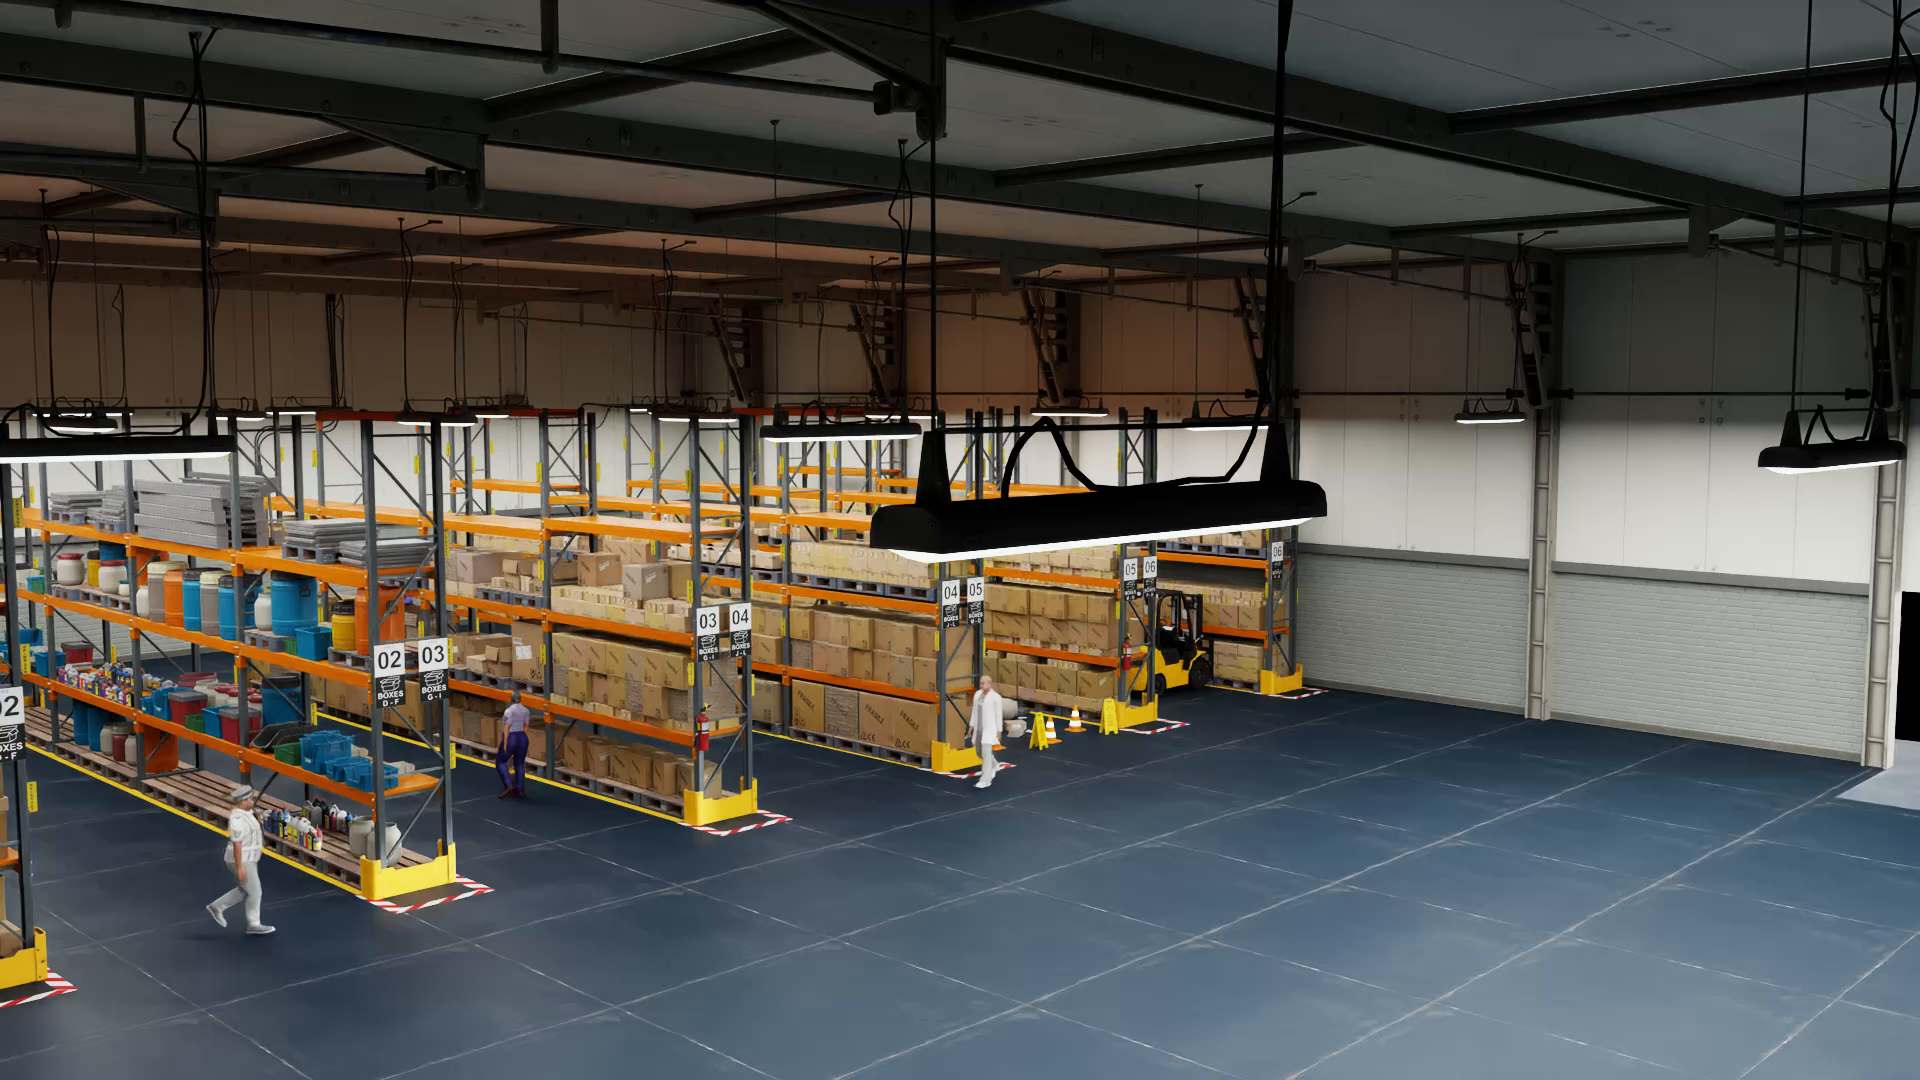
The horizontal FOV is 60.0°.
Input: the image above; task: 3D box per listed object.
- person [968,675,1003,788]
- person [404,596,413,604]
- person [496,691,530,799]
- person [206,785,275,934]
[{"bbox_3d":[0.445,3.061,26.909,0.551,1.763,0.874,5,7,43],"label":"person"},{"bbox_3d":[-13.558,1.922,40.552,0.430,1.600,1.018,-2,5,-17],"label":"person"},{"bbox_3d":[-7.010,3.198,26.075,0.398,1.657,0.586,4,6,39],"label":"person"},{"bbox_3d":[-8.425,3.723,19.400,0.792,1.741,0.545,-1,5,-9],"label":"person"}]
